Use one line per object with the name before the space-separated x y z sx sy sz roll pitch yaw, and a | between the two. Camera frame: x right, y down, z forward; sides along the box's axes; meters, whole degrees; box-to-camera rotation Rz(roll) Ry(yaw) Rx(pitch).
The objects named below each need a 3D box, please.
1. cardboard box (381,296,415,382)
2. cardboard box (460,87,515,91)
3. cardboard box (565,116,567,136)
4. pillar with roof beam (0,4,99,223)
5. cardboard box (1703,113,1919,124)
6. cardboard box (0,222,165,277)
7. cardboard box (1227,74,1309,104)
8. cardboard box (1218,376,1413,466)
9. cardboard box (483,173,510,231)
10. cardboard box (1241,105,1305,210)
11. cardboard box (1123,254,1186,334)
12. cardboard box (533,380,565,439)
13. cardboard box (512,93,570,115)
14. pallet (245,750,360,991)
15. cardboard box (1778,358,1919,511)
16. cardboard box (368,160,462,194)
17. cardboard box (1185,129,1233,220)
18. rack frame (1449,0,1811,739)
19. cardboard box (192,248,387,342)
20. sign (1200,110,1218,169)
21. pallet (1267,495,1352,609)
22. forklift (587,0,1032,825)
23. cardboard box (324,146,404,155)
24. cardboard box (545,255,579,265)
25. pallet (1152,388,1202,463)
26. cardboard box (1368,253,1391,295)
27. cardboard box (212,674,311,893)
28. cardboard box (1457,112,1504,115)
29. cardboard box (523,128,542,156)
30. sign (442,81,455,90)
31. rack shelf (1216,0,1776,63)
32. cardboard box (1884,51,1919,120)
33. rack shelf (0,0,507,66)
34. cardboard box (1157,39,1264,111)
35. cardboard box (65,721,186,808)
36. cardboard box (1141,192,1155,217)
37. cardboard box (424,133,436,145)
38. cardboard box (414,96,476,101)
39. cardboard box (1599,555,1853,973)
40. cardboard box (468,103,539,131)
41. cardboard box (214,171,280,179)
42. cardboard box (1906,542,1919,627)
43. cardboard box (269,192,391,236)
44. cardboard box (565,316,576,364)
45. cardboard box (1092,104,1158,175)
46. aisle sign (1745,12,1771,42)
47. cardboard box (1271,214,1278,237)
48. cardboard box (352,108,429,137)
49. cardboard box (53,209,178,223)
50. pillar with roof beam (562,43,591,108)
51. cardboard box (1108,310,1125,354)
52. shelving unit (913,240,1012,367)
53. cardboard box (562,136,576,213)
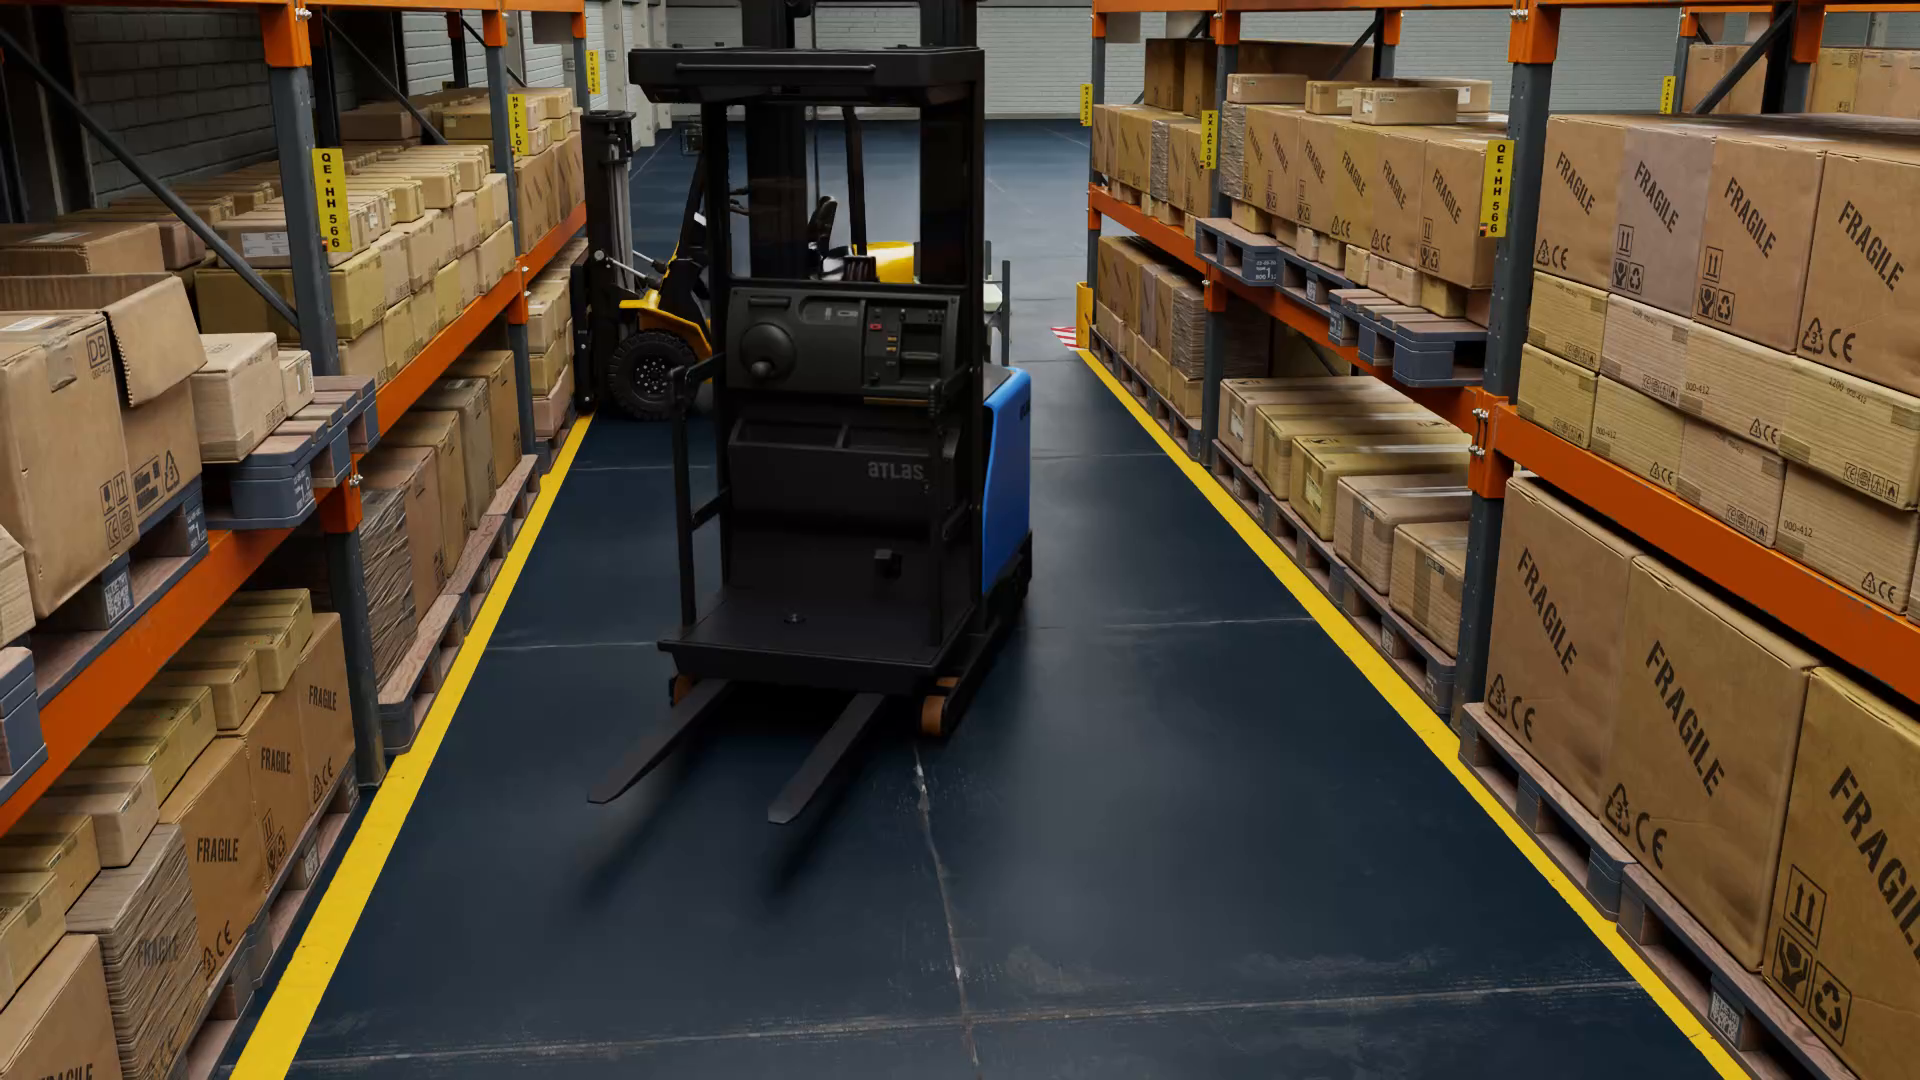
cardboard box | -2.405 -0.772 6.378 0.500 0.250 0.500 -2 18 -7
cardboard box | -3.558 -3.330 12.528 0.380 0.149 0.250 -2 18 -7
cardboard box | -2.955 -2.893 11.634 0.380 0.149 0.250 -2 18 -7
pillar with roof beam | 0.696 -3.910 6.106 9.100 9.000 0.400 -2 18 -6
cardboard box | 2.695 -1.087 5.295 0.500 0.500 0.500 -2 18 -7
cardboard box | -2.658 -0.644 4.851 0.500 0.500 0.500 -1 17 -3
cardboard box | 1.666 -2.448 9.020 0.380 0.149 0.250 -2 18 -6
cardboard box | 2.026 -0.690 9.554 0.950 0.372 0.625 -2 17 -5
cardboard box | -2.663 -1.774 8.736 0.500 0.250 0.500 -2 18 -7
cardboard box | 1.784 -1.992 8.650 0.500 0.500 0.500 -2 18 -5
cardboard box | 1.469 -1.777 11.966 0.500 0.500 0.500 -1 17 -5
cardboard box | -2.688 -0.788 10.069 0.500 0.250 0.500 -2 18 -5
cardboard box | -2.935 -3.036 11.592 0.380 0.149 0.250 -1 17 -4
pallet | -2.516 1.000 5.138 1.003 0.211 1.213 -2 18 -6
cardboard box | 2.319 -0.262 3.920 0.500 0.250 0.500 -1 17 -5
cardboard box | -2.571 -1.703 7.843 0.380 0.149 0.250 -2 18 -7
cardboard box | 1.676 -2.214 10.059 0.500 0.500 0.500 -2 18 -7
rack frame | 2.382 -0.708 5.925 1.000 3.000 0.127 -2 18 -6
cardboard box | -2.333 -0.861 5.828 0.500 0.250 0.500 -2 18 -6
sign | 1.430 -2.294 9.531 0.100 0.325 0.005 -2 18 -6
pallet | 2.180 0.027 8.239 1.003 0.211 1.213 -2 18 -6
forklift | -0.507 -0.773 6.247 1.130 2.935 3.031 4 18 13
cardboard box | -3.145 -1.991 8.762 0.380 0.149 0.250 -2 18 -7
cardboard box | -2.902 -1.873 11.856 0.500 0.250 0.500 -2 17 -5
pallet | 1.865 -0.768 10.772 1.003 0.211 1.213 -2 18 -6
cardboard box | 1.925 -1.106 6.909 0.380 0.149 0.250 -3 18 -8
cardboard box | -2.257 0.707 4.888 0.500 0.500 0.500 -2 18 -6
cardboard box | 2.345 -1.858 8.222 0.500 0.500 0.500 -1 17 -4
cardboard box | -2.774 -2.435 10.177 0.380 0.149 0.250 -1 17 -4
sign | -3.933 -3.373 12.834 0.100 0.325 0.005 -2 18 -6
rack shelf | 2.175 -2.392 7.481 1.077 0.370 4.000 -2 18 -6
cardboard box | 6.706 -2.941 10.984 0.875 0.550 0.550 -2 18 -6
rack shelf | -2.762 -2.237 6.989 1.077 0.370 4.000 -2 18 -6
cardboard box | 1.871 -3.462 12.363 0.700 0.500 0.500 -2 18 -5
cardboard box | -2.202 0.583 4.202 0.380 0.149 0.250 -2 18 -6
cardboard box | 1.465 -2.322 11.484 0.380 0.149 0.250 -2 18 -5
cardboard box | -3.336 -2.343 9.883 0.380 0.149 0.250 -1 17 -4
cardboard box | -3.427 -2.868 11.058 0.380 0.149 0.250 -2 18 -5
cardboard box | 2.458 0.579 4.670 0.875 0.875 0.875 -2 17 -5
cardboard box | -2.782 -2.579 10.139 0.380 0.149 0.250 -1 17 -4
cardboard box | -3.034 -1.536 7.311 0.380 0.149 0.250 -2 18 -5
cardboard box | 2.413 0.127 3.516 0.500 0.250 0.500 -2 18 -7
cardboard box | -2.416 -1.248 6.394 0.380 0.149 0.250 -2 17 -5
cardboard box | -2.805 -1.326 10.948 0.500 0.250 0.500 -2 18 -6
cardboard box | 1.329 -3.132 12.981 0.500 0.500 0.500 -2 18 -6
aisle sign | 6.761 -4.545 13.807 0.394 0.787 0.004 -2 18 -6
cardboard box | 1.834 -1.649 8.641 0.380 0.149 0.250 -1 17 -2
cardboard box | -3.286 -2.406 9.588 0.380 0.149 0.250 -2 18 -7
cardboard box | -2.928 -1.076 5.847 0.380 0.149 0.250 -1 17 -4
pillar with roof beam | -1.161 -9.272 23.188 9.100 9.000 0.400 -2 18 -6
cardboard box | 1.410 -1.579 12.588 0.500 0.250 0.500 -1 17 -4
shelving unit | -0.001 -0.718 8.459 0.431 1.500 0.755 -2 18 -6
cardboard box | -2.971 -2.539 11.589 0.500 0.500 0.500 -2 18 -7
